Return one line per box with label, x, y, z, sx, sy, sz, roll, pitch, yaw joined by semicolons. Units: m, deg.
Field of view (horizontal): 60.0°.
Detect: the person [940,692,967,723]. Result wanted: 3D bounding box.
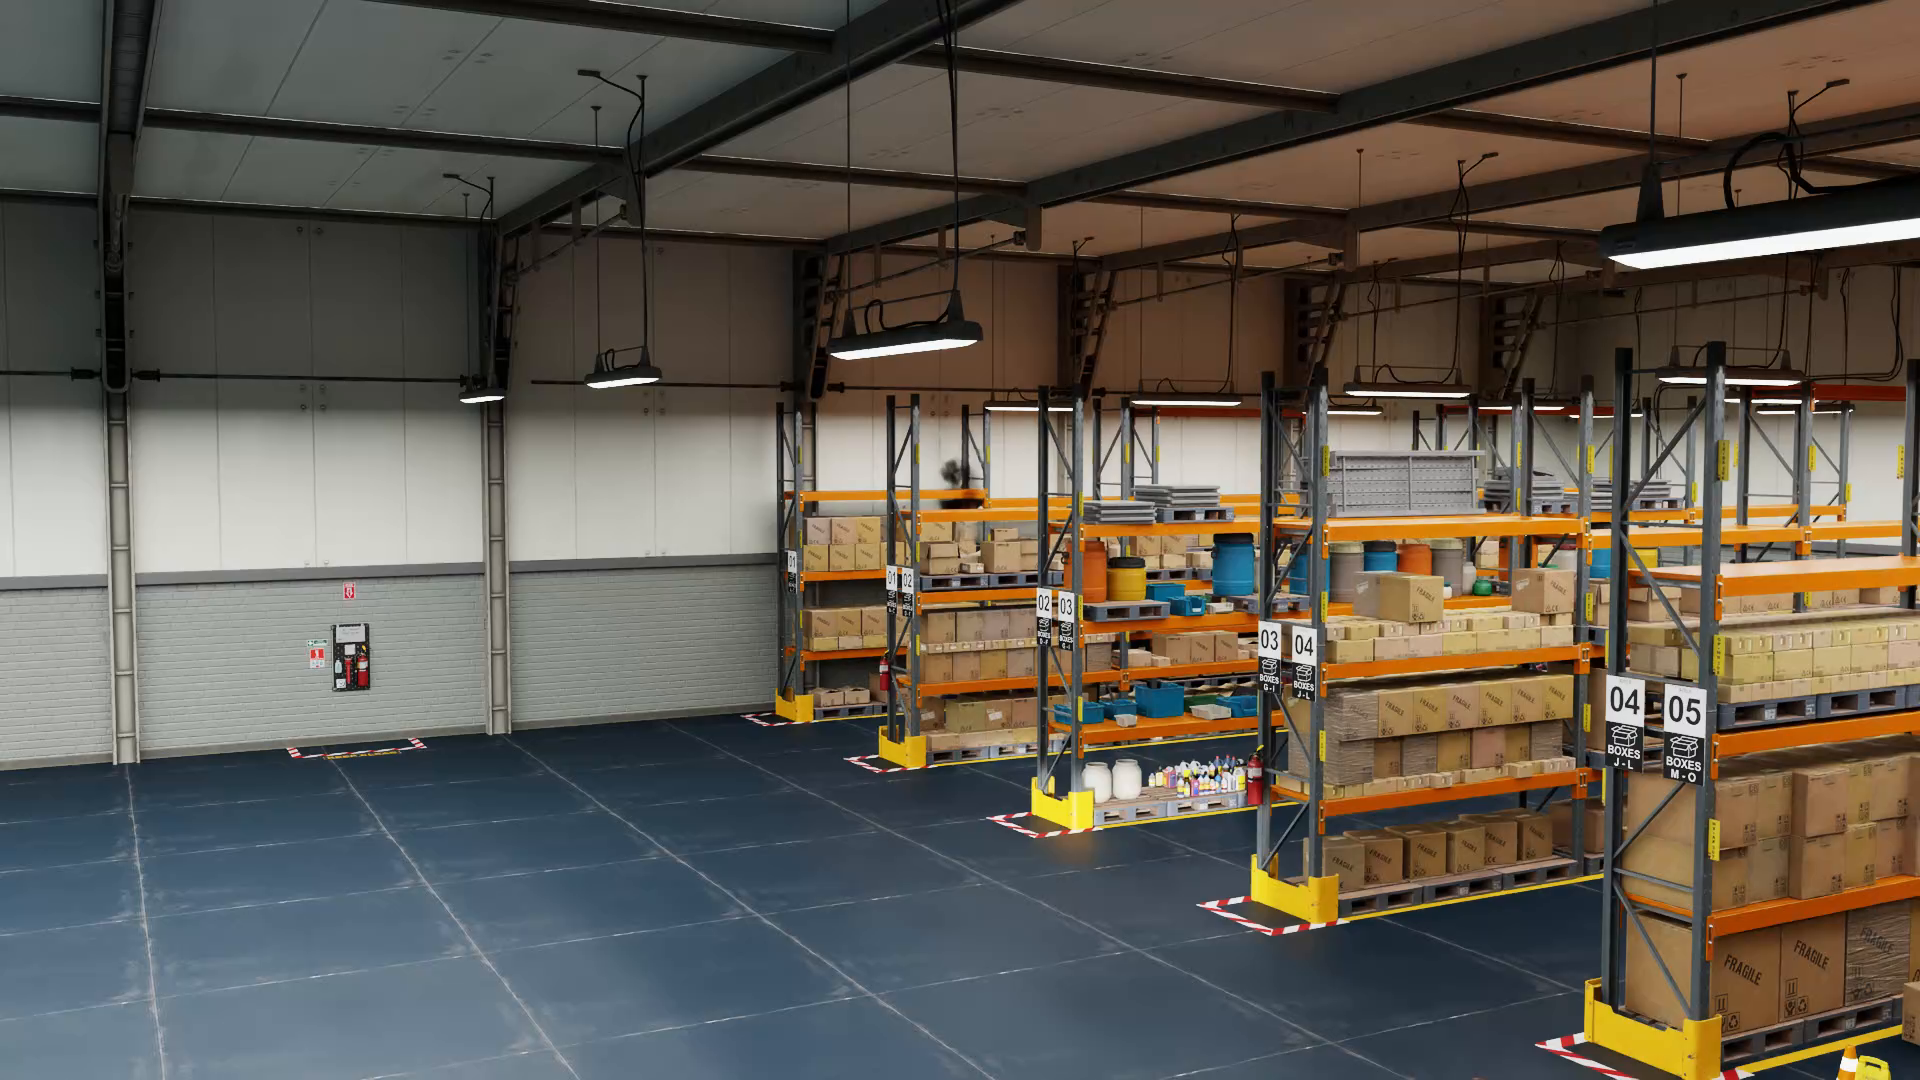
person;-0.088;2.702;29.384;0.720;1.677;0.576;-2;4;-37
